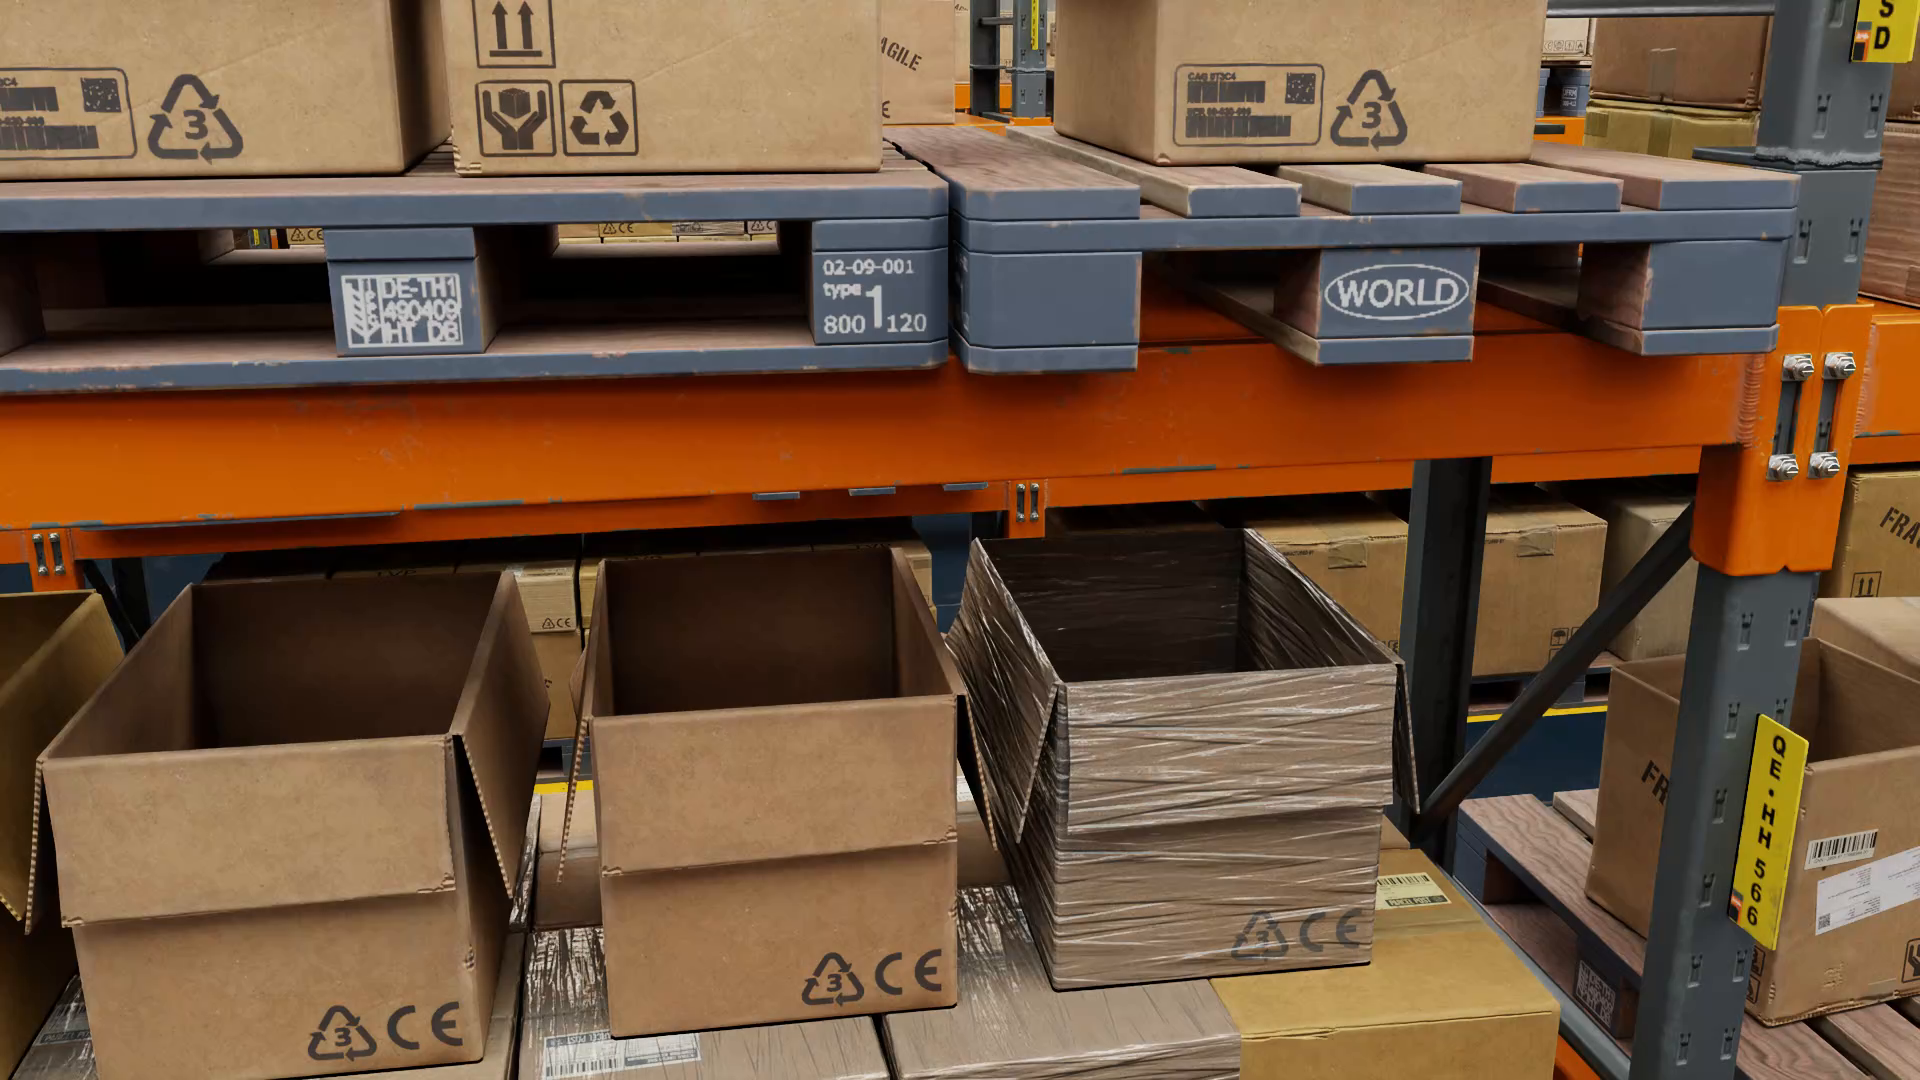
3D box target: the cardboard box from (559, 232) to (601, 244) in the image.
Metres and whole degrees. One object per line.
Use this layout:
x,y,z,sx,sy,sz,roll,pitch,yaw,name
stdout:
-2.776,-2.020,11.682,0.500,0.250,0.500,-4,17,-12,cardboard box

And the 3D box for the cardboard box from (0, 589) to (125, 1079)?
-1.583,0.434,2.411,0.637,0.503,0.797,-3,17,-10,cardboard box

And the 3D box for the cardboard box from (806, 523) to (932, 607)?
-0.421,0.125,7.560,0.500,0.250,0.500,-4,17,-12,cardboard box

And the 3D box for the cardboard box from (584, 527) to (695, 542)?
-1.508,0.032,7.863,0.500,0.250,0.500,-3,17,-10,cardboard box

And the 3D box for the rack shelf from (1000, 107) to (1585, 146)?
2.165,-1.826,7.763,4.000,0.370,1.077,-3,17,-10,rack shelf

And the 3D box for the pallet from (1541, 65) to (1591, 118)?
3.237,-2.124,7.836,1.217,0.209,0.805,-4,18,-13,pallet

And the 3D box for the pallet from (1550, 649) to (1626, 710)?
3.385,0.551,8.659,1.213,0.211,1.003,-3,17,-10,pallet

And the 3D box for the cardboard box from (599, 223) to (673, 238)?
-2.287,-2.410,11.677,0.500,0.500,0.500,-3,17,-10,cardboard box

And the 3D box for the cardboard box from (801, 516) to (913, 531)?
-0.522,-0.020,8.032,0.500,0.250,0.500,-4,18,-13,cardboard box

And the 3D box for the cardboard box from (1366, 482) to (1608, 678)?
2.588,0.141,8.361,0.750,0.750,1.050,-3,17,-10,cardboard box

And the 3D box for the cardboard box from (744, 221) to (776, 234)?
-1.295,-2.467,11.862,0.500,0.500,0.500,-4,17,-12,cardboard box

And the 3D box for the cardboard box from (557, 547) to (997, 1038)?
-0.319,0.356,2.666,0.637,0.503,0.797,-3,17,-9,cardboard box

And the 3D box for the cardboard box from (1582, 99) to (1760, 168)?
1.463,-0.648,2.959,0.500,0.250,0.500,-3,17,-10,cardboard box

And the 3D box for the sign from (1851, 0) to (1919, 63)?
1.140,-0.747,2.011,0.005,0.325,0.100,-3,17,-10,sign

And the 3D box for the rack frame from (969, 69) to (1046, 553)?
0.201,-0.624,7.735,0.127,3.000,1.000,-3,17,-10,rack frame

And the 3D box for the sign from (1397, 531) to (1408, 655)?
0.930,0.140,3.411,0.005,0.325,0.100,-3,17,-10,sign

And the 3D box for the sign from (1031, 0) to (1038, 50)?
0.302,-2.149,6.709,0.005,0.325,0.100,-3,17,-10,sign

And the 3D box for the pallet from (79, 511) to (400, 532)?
-2.949,-0.310,7.040,1.213,0.211,1.003,-3,17,-10,pallet

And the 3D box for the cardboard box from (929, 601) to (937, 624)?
-0.396,0.482,7.676,0.500,0.500,0.500,-3,17,-11,cardboard box

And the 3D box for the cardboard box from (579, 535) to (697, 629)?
-1.417,0.180,7.381,0.500,0.250,0.500,-3,17,-9,cardboard box

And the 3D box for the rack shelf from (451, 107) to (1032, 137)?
-1.763,-1.603,7.038,4.000,0.370,1.077,-3,17,-10,rack shelf

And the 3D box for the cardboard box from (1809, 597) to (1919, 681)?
2.094,0.461,3.316,0.500,0.500,0.700,-1,17,-2,cardboard box

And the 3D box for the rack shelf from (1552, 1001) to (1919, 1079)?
3.006,1.044,3.530,4.000,0.370,1.077,-3,17,-10,rack shelf

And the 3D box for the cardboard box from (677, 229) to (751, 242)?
-1.767,-2.083,11.888,0.500,0.250,0.500,-4,17,-12,cardboard box

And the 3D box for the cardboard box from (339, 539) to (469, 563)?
-2.536,0.095,7.658,0.500,0.250,0.500,-2,17,-8,cardboard box

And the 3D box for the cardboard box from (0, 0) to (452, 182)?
-0.959,-0.753,2.154,0.637,0.503,0.797,-3,17,-11,cardboard box

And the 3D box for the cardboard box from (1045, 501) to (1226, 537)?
0.816,0.243,8.030,0.750,0.750,1.050,-3,17,-11,cardboard box

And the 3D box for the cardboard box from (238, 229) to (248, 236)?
-5.278,-2.392,11.617,0.500,0.500,0.500,-3,17,-10,cardboard box

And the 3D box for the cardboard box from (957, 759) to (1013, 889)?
0.008,0.742,3.118,0.500,0.500,0.500,-4,17,-12,cardboard box

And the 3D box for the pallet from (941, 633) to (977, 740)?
-0.567,0.752,8.004,1.213,0.211,1.003,-3,17,-10,pallet

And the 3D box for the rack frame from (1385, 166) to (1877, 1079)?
1.043,0.811,3.061,0.127,3.000,1.000,-3,17,-10,rack frame

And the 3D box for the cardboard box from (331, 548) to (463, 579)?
-2.429,0.239,7.190,0.500,0.250,0.500,-3,17,-9,cardboard box

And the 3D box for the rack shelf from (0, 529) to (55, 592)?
-5.690,0.054,6.753,4.000,0.370,1.077,-3,17,-10,rack shelf

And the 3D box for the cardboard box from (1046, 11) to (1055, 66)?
0.655,-3.622,12.210,0.637,0.503,0.797,-3,17,-10,cardboard box

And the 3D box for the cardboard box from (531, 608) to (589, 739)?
-1.920,0.565,7.405,0.500,0.500,0.500,-3,17,-9,cardboard box

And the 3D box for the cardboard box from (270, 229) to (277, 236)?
-6.477,-3.001,15.900,0.250,0.149,0.380,-3,17,-9,cardboard box

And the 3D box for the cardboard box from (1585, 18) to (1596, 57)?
2.958,-2.325,7.535,0.500,0.250,0.500,-3,17,-11,cardboard box

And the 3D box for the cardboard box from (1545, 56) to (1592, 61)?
4.573,-3.774,12.630,0.500,0.250,0.500,-3,17,-10,cardboard box

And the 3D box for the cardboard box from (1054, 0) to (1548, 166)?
0.457,-0.818,2.366,0.637,0.503,0.797,-2,17,-7,cardboard box

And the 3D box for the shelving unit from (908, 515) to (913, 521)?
0.007,-0.717,10.593,0.755,1.500,0.431,-3,17,-10,shelving unit

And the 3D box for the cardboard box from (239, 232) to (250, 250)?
-5.275,-1.920,11.783,0.500,0.500,0.500,-3,17,-9,cardboard box

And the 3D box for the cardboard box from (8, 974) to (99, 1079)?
-1.401,0.977,2.352,0.500,0.500,0.500,-4,17,-12,cardboard box

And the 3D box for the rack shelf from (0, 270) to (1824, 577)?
-0.921,-0.167,2.364,4.000,0.370,1.077,-3,17,-10,rack shelf

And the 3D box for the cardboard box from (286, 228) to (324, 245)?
-4.278,-2.290,11.286,0.500,0.500,0.500,-3,17,-10,cardboard box

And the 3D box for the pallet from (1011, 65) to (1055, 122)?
0.823,-2.019,7.489,1.003,0.211,1.213,-2,17,-8,pallet

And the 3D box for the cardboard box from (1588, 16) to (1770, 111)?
1.464,-1.008,2.854,0.500,0.500,0.500,-3,17,-9,cardboard box

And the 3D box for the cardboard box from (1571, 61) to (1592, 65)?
4.725,-3.575,12.662,0.250,0.149,0.380,-4,17,-12,cardboard box

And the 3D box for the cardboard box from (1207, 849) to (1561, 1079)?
0.605,0.862,2.725,0.500,0.500,0.500,-3,17,-9,cardboard box

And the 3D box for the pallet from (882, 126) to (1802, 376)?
0.420,-0.481,2.482,1.003,0.211,1.213,-2,17,-8,pallet

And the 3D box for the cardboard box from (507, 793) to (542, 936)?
-0.986,0.798,2.933,0.500,0.500,0.500,-3,17,-10,cardboard box

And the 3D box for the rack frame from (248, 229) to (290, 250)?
-4.765,-1.823,11.637,0.127,3.000,1.000,-3,17,-10,rack frame

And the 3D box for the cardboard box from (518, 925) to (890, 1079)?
-0.395,0.918,2.543,0.500,0.500,0.500,-4,17,-12,cardboard box

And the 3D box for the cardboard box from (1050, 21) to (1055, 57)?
0.559,-2.159,7.166,0.250,0.149,0.380,-4,18,-13,cardboard box

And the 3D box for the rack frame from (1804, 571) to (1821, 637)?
4.128,-0.847,8.460,0.127,3.000,1.000,-3,17,-10,rack frame
